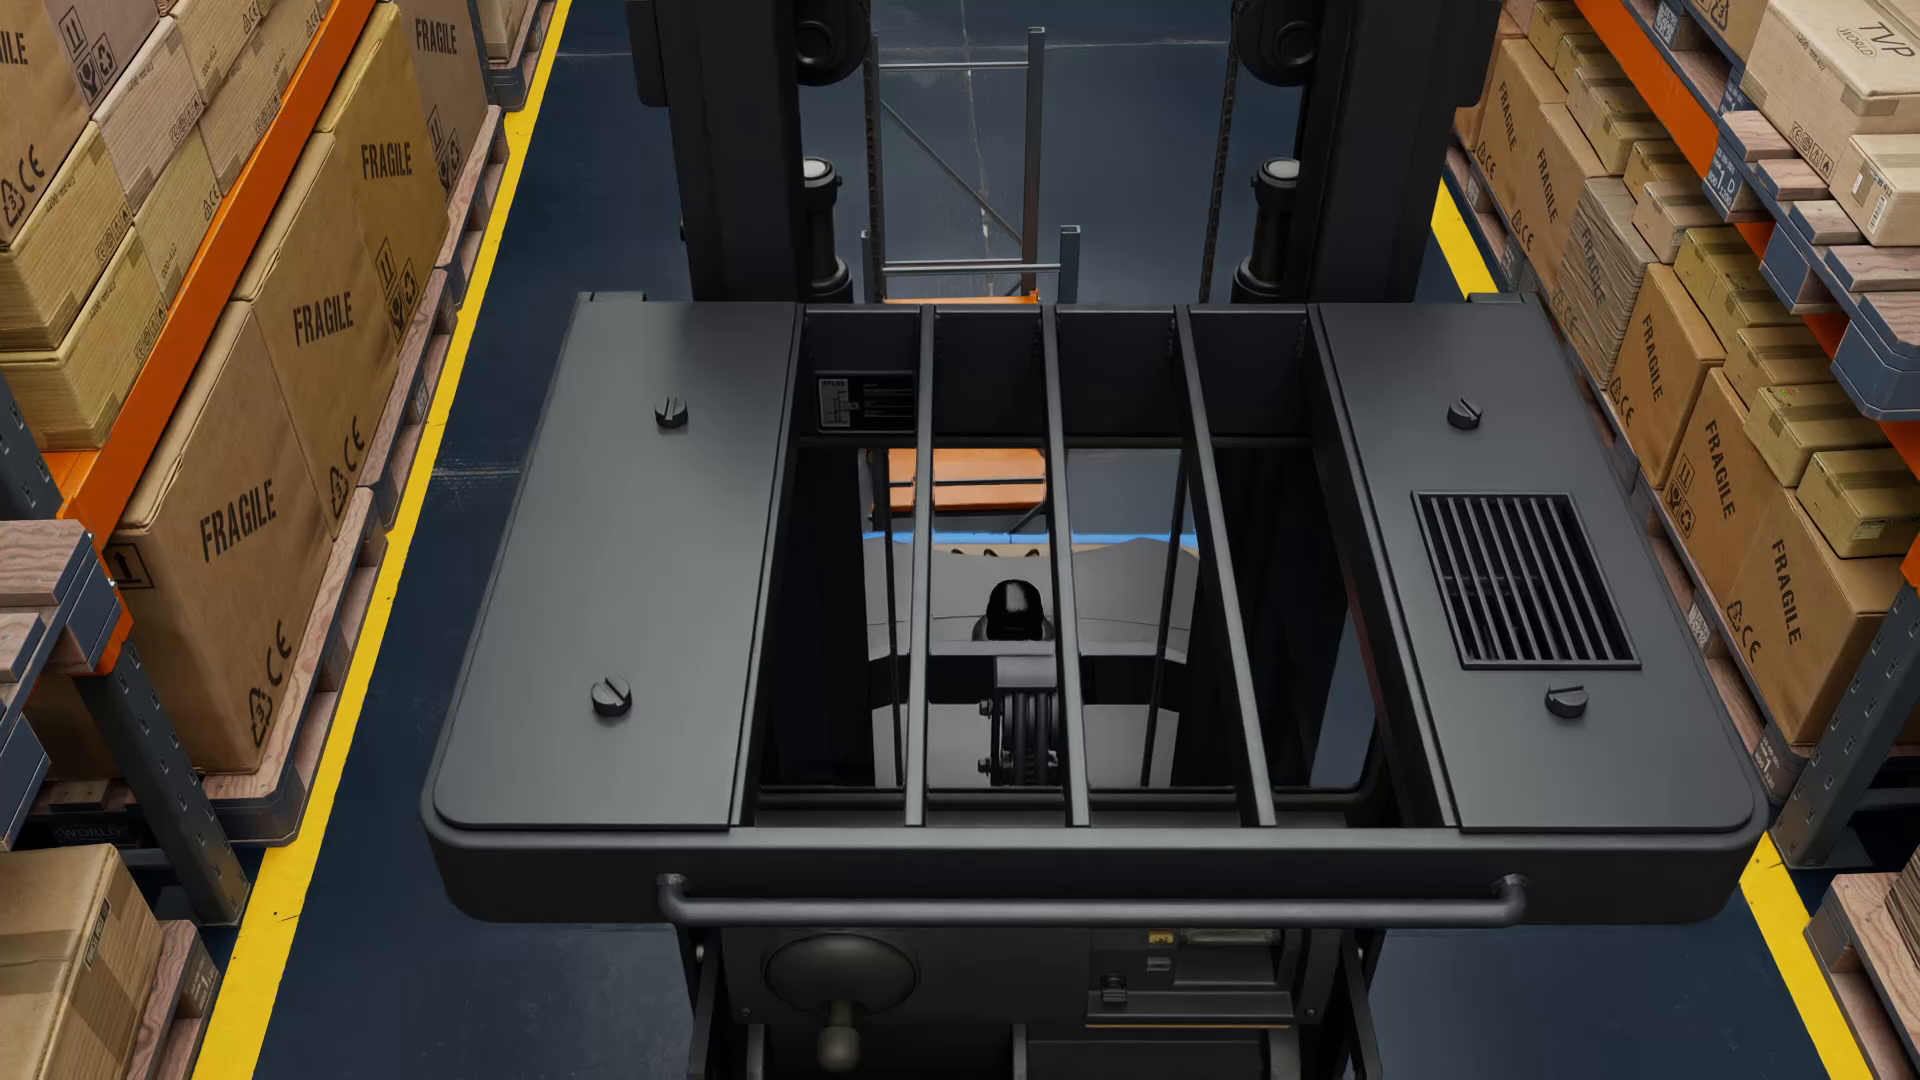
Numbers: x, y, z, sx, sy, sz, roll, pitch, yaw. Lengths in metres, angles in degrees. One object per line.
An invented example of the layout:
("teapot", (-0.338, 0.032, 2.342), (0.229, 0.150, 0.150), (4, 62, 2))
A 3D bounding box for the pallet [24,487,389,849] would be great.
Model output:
("pallet", (-2.275, 0.337, 4.726), (1.003, 0.211, 1.213), (-2, 43, -2))

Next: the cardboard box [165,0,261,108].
("cardboard box", (-2.121, -1.320, 4.212), (0.500, 0.250, 0.500), (-2, 43, -2))

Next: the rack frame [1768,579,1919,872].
("rack frame", (2.642, -0.301, 3.359), (1.000, 3.000, 0.127), (-2, 43, -2))

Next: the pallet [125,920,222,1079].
("pallet", (-2.285, 1.399, 3.567), (1.003, 0.211, 1.213), (-2, 43, -2))

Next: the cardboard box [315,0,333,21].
("cardboard box", (-2.193, -1.821, 5.128), (0.500, 0.250, 0.500), (-3, 43, -3))

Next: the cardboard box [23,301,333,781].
("cardboard box", (-2.263, 0.003, 4.288), (0.875, 0.875, 0.875), (-2, 43, -2))

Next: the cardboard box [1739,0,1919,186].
("cardboard box", (2.274, -1.104, 4.035), (0.500, 0.250, 0.500), (-3, 43, -4))

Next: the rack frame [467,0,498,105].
("rack frame", (-2.487, -2.857, 6.147), (1.000, 3.000, 0.127), (-2, 43, -2))

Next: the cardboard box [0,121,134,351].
("cardboard box", (-2.091, -0.635, 3.464), (0.500, 0.250, 0.500), (-2, 43, -2))

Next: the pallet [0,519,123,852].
("pallet", (-2.180, 0.392, 2.744), (1.213, 0.211, 1.003), (-2, 43, -2))

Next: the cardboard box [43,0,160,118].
("cardboard box", (-2.124, -1.236, 3.565), (0.500, 0.500, 0.500), (-1, 43, -2))

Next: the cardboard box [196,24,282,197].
("cardboard box", (-2.142, -1.139, 4.384), (0.500, 0.250, 0.500), (0, 43, 0))

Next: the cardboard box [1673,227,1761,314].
("cardboard box", (2.382, -0.810, 4.973), (0.380, 0.149, 0.250), (-2, 43, -2))

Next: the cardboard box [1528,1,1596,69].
("cardboard box", (2.333, -1.867, 6.126), (0.380, 0.149, 0.250), (-4, 43, -4))

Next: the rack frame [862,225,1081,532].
("rack frame", (0.025, -0.152, 4.306), (0.500, 1.500, 0.032), (-2, 43, -2))

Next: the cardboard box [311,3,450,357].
("cardboard box", (-2.334, -1.203, 5.604), (0.875, 0.875, 0.875), (-1, 43, -1))

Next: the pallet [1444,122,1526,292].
("pallet", (2.545, -1.426, 6.649), (1.003, 0.211, 1.213), (-2, 43, -2))

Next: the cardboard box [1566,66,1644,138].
("cardboard box", (2.332, -1.512, 5.739), (0.380, 0.149, 0.250), (-2, 43, -2))

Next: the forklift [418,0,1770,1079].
("forklift", (0.108, 0.684, 2.335), (1.130, 2.935, 3.031), (0, 43, 0))

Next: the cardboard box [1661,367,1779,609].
("cardboard box", (2.399, -0.152, 4.735), (0.500, 0.500, 0.500), (-2, 43, -2))

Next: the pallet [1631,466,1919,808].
("pallet", (2.648, 0.221, 4.852), (1.003, 0.211, 1.213), (-2, 43, -2))

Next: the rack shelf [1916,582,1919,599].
("rack shelf", (2.727, 1.314, 2.129), (1.077, 0.370, 4.000), (-2, 43, -2))

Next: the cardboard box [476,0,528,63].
("cardboard box", (-2.406, -2.494, 7.336), (0.875, 0.438, 0.875), (-2, 43, -2))

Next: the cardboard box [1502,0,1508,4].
("cardboard box", (2.222, -2.224, 6.516), (0.380, 0.149, 0.250), (0, 43, 0))

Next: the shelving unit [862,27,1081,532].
("shelving unit", (0.003, -0.501, 4.687), (0.587, 1.500, 1.083), (-2, 43, -2))

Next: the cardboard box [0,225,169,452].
("cardboard box", (-2.086, -0.439, 3.620), (0.500, 0.250, 0.500), (-2, 43, -3))

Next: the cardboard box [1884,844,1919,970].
("cardboard box", (2.655, 0.841, 3.560), (0.875, 0.625, 0.625), (0, 43, 0))

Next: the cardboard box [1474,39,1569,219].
("cardboard box", (2.301, -1.543, 6.253), (0.500, 0.500, 0.500), (-2, 43, -2))

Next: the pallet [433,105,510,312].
("pallet", (-2.378, -1.310, 6.523), (1.003, 0.211, 1.213), (-2, 43, -2))

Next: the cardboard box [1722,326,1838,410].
("cardboard box", (2.359, -0.462, 4.594), (0.380, 0.149, 0.250), (-3, 43, -3))

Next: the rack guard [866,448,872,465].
("rack guard", (-0.018, -0.377, 5.476), (0.587, 0.250, 0.087), (-2, 43, -2))

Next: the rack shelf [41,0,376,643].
("rack shelf", (-2.402, -1.241, 4.917), (1.077, 0.370, 4.000), (-2, 43, -2))

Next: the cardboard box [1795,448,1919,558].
("cardboard box", (2.368, -0.100, 4.198), (0.380, 0.149, 0.250), (-4, 43, -4))

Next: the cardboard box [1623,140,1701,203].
("cardboard box", (2.381, -1.163, 5.358), (0.380, 0.149, 0.250), (-1, 43, -2))

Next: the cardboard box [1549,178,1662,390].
("cardboard box", (2.333, -0.856, 5.503), (0.500, 0.500, 0.500), (-3, 43, -3))
